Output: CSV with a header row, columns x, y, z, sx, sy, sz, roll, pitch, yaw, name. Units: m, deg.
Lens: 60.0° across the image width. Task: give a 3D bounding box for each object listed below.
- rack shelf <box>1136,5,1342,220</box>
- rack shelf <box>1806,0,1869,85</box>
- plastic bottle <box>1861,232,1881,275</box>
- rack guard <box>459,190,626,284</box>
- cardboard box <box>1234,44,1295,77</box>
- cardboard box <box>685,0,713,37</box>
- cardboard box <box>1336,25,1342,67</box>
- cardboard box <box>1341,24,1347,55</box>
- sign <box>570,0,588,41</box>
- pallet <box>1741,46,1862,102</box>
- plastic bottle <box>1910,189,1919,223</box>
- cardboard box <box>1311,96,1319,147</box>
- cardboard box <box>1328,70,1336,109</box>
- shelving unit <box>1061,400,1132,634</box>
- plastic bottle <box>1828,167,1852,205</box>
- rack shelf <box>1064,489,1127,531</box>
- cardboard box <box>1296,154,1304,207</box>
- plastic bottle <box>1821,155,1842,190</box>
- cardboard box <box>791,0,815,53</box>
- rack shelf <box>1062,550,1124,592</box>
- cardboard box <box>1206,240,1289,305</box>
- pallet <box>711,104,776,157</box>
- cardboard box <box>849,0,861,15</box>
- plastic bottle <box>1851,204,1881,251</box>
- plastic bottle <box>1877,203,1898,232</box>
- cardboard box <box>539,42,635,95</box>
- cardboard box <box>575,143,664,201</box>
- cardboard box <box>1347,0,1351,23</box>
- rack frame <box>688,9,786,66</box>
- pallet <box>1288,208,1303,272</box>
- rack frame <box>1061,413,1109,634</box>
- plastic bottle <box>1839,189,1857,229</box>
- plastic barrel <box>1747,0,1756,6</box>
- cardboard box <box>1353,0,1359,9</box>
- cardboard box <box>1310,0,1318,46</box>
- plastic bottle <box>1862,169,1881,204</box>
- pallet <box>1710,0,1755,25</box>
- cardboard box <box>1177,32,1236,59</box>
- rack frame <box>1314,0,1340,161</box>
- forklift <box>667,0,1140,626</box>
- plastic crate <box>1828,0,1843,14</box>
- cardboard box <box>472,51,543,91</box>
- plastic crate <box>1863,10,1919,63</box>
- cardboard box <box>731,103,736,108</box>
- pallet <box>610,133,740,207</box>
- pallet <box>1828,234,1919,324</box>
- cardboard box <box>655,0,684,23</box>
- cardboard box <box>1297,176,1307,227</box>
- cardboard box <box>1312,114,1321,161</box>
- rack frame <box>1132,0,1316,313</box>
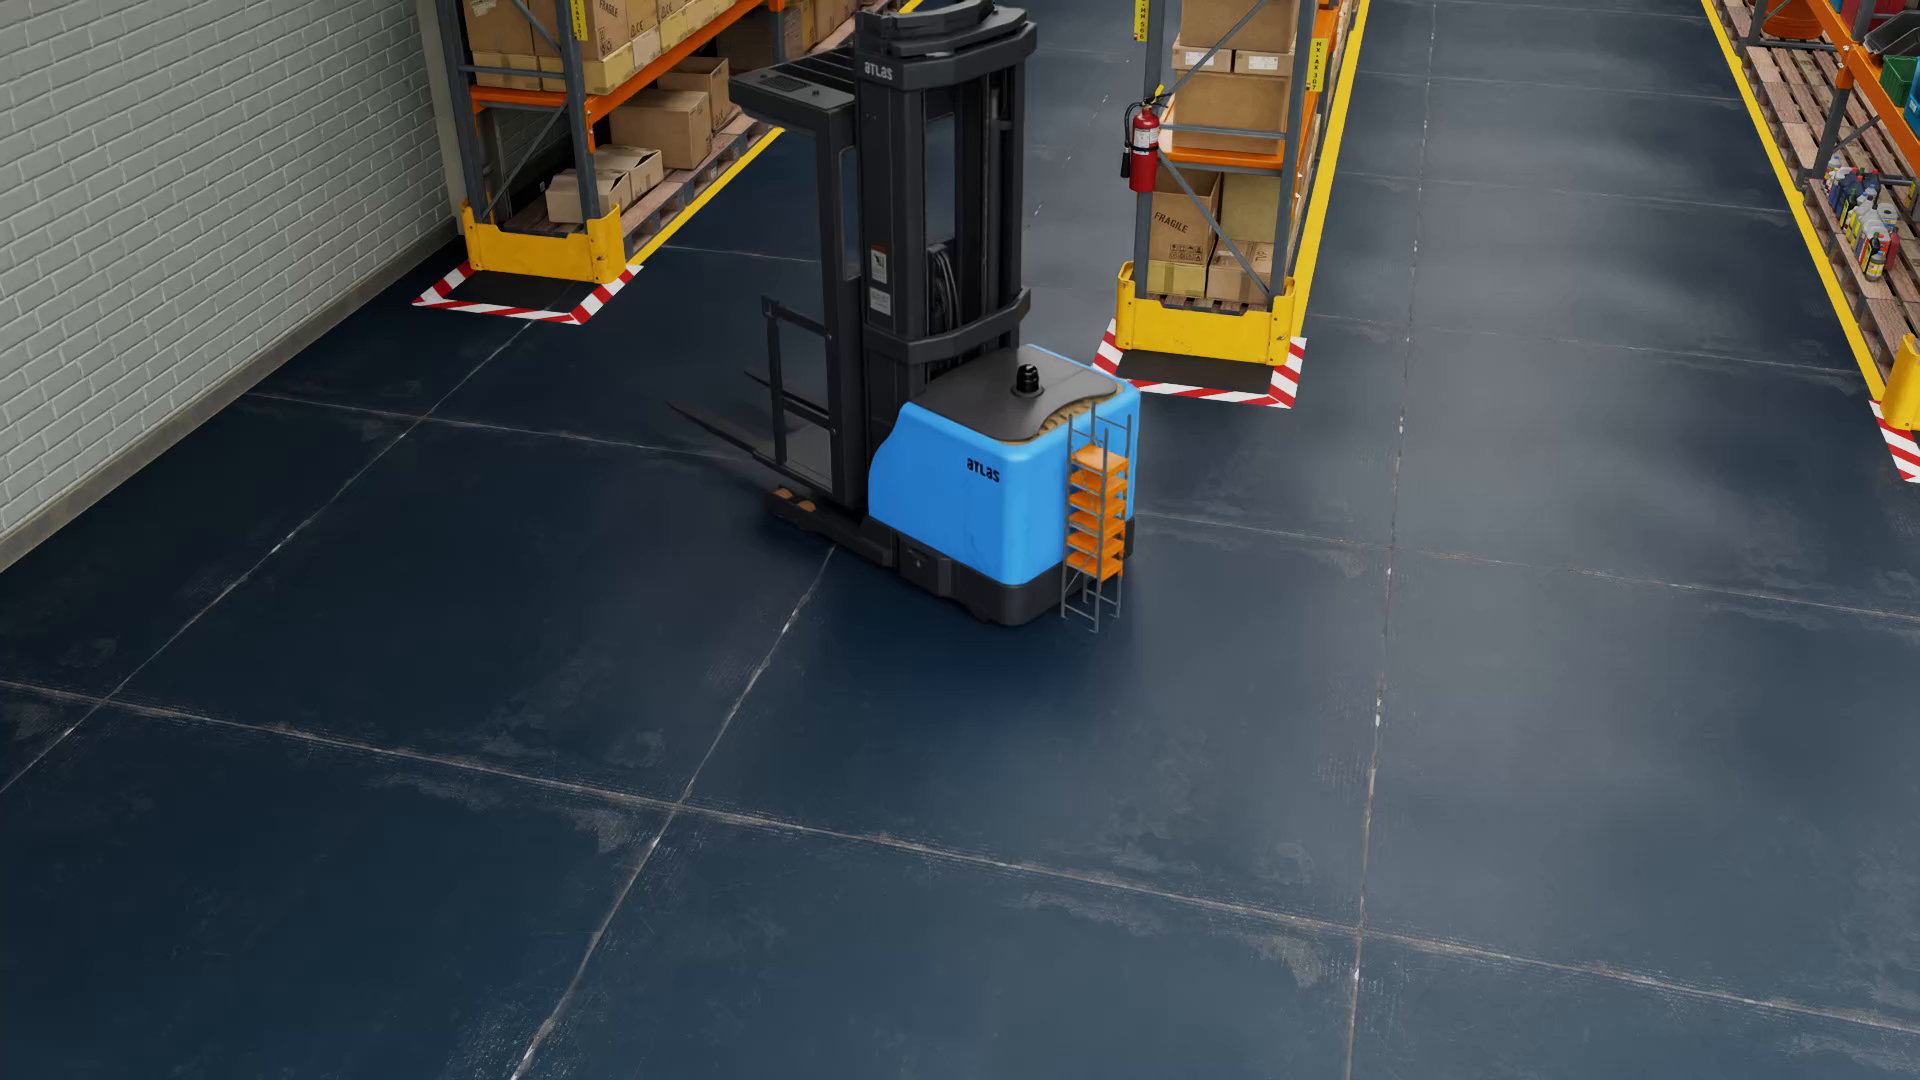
x,y,z,sx,sy,sz,roll,pitch,yaw,name
2.172,-3.342,12.451,1.077,0.370,4.000,8,33,12,rack shelf
7.977,-4.741,14.652,1.077,0.370,4.000,8,33,12,rack shelf
6.509,-2.046,11.865,0.061,0.283,0.133,9,33,14,plastic bottle
-3.109,-2.265,12.416,1.175,0.500,0.348,8,33,12,rack guard
1.972,-3.098,10.699,0.380,0.149,0.250,8,33,12,cardboard box
-2.314,-4.232,13.302,0.500,0.250,0.500,8,33,13,cardboard box
3.287,-4.645,15.480,0.500,0.311,0.500,7,33,11,cardboard box
3.539,-4.941,16.468,0.500,0.250,0.500,9,33,13,cardboard box
-2.603,-3.572,11.335,0.100,0.325,0.005,8,33,12,sign
8.251,-4.509,16.216,1.003,0.211,1.213,8,33,12,pallet
7.387,-2.577,12.707,0.152,0.276,0.135,8,33,12,plastic bottle
2.635,-3.488,13.484,0.500,0.500,0.500,8,33,12,cardboard box
3.152,-4.141,15.209,0.500,0.250,0.500,9,33,14,cardboard box
0.679,-0.101,8.360,0.258,1.200,0.189,26,40,34,shelving unit
6.909,-2.766,13.004,0.152,0.276,0.135,9,34,14,plastic bottle
0.679,-0.165,8.320,0.258,0.103,0.180,26,40,34,rack shelf
2.255,-2.710,12.259,0.500,0.500,0.500,8,33,12,cardboard box
6.965,-2.936,13.275,0.097,0.271,0.097,0,32,0,plastic bottle
-1.860,-5.146,16.538,0.700,0.500,0.500,7,33,11,cardboard box
0.679,0.139,8.513,0.258,0.103,0.180,26,40,34,rack shelf
2.015,-1.872,11.641,0.500,0.250,0.500,8,33,12,cardboard box
-2.249,-3.826,15.141,1.003,0.211,1.213,8,33,12,pallet
-1.474,-5.930,17.772,0.700,0.500,0.500,8,33,12,cardboard box
6.660,-2.297,12.197,0.144,0.351,0.185,9,34,14,plastic bottle
6.857,-2.355,12.357,0.152,0.276,0.135,8,33,12,plastic bottle
-2.697,-3.435,12.049,0.500,0.250,0.500,7,33,11,cardboard box
-2.721,-2.974,13.298,0.500,0.311,0.500,11,34,16,cardboard box
3.674,-5.437,16.725,0.500,0.311,0.500,8,33,12,cardboard box
-2.113,-5.356,14.949,1.000,3.000,0.127,8,33,12,rack frame
2.129,-2.465,13.000,1.003,0.211,1.213,8,33,12,pallet
0.618,-0.064,8.303,0.240,1.200,0.006,26,40,34,rack frame
6.733,-2.506,12.588,0.061,0.283,0.133,9,34,15,plastic bottle
8.879,-6.084,17.951,0.600,0.588,0.708,8,33,12,plastic barrel
4.086,-6.087,18.019,0.500,0.500,0.500,9,34,14,cardboard box
2.445,-4.220,13.068,0.700,0.500,0.500,8,33,12,cardboard box
7.003,-2.693,12.819,0.144,0.351,0.185,8,33,12,plastic bottle
8.956,-5.952,18.485,1.003,0.211,1.213,8,33,12,pallet
1.642,-3.284,10.991,0.380,0.149,0.250,9,34,14,cardboard box
2.679,-4.683,13.891,1.000,3.000,0.127,8,33,12,rack frame
-0.472,-1.474,8.907,3.031,2.935,1.130,27,41,35,forklift
7.449,-4.615,13.798,0.392,0.384,0.575,8,33,12,plastic crate
-3.197,-3.494,12.141,0.500,0.250,0.500,8,33,13,cardboard box
7.214,-3.726,12.443,0.767,0.338,0.504,8,33,12,plastic crate
-2.220,-4.064,15.148,0.380,0.166,0.250,4,33,6,cardboard box
-2.557,-3.191,14.142,1.003,0.211,1.213,8,33,12,pallet
6.951,-1.852,12.037,1.003,0.211,1.213,8,33,12,pallet
-2.444,-4.271,12.664,0.500,0.500,0.500,7,33,11,cardboard box
2.398,-2.651,12.865,0.500,0.250,0.500,8,33,12,cardboard box
2.773,-3.430,14.090,0.500,0.250,0.500,8,33,12,cardboard box
1.664,-2.608,10.626,1.000,3.000,0.127,8,33,12,rack frame
